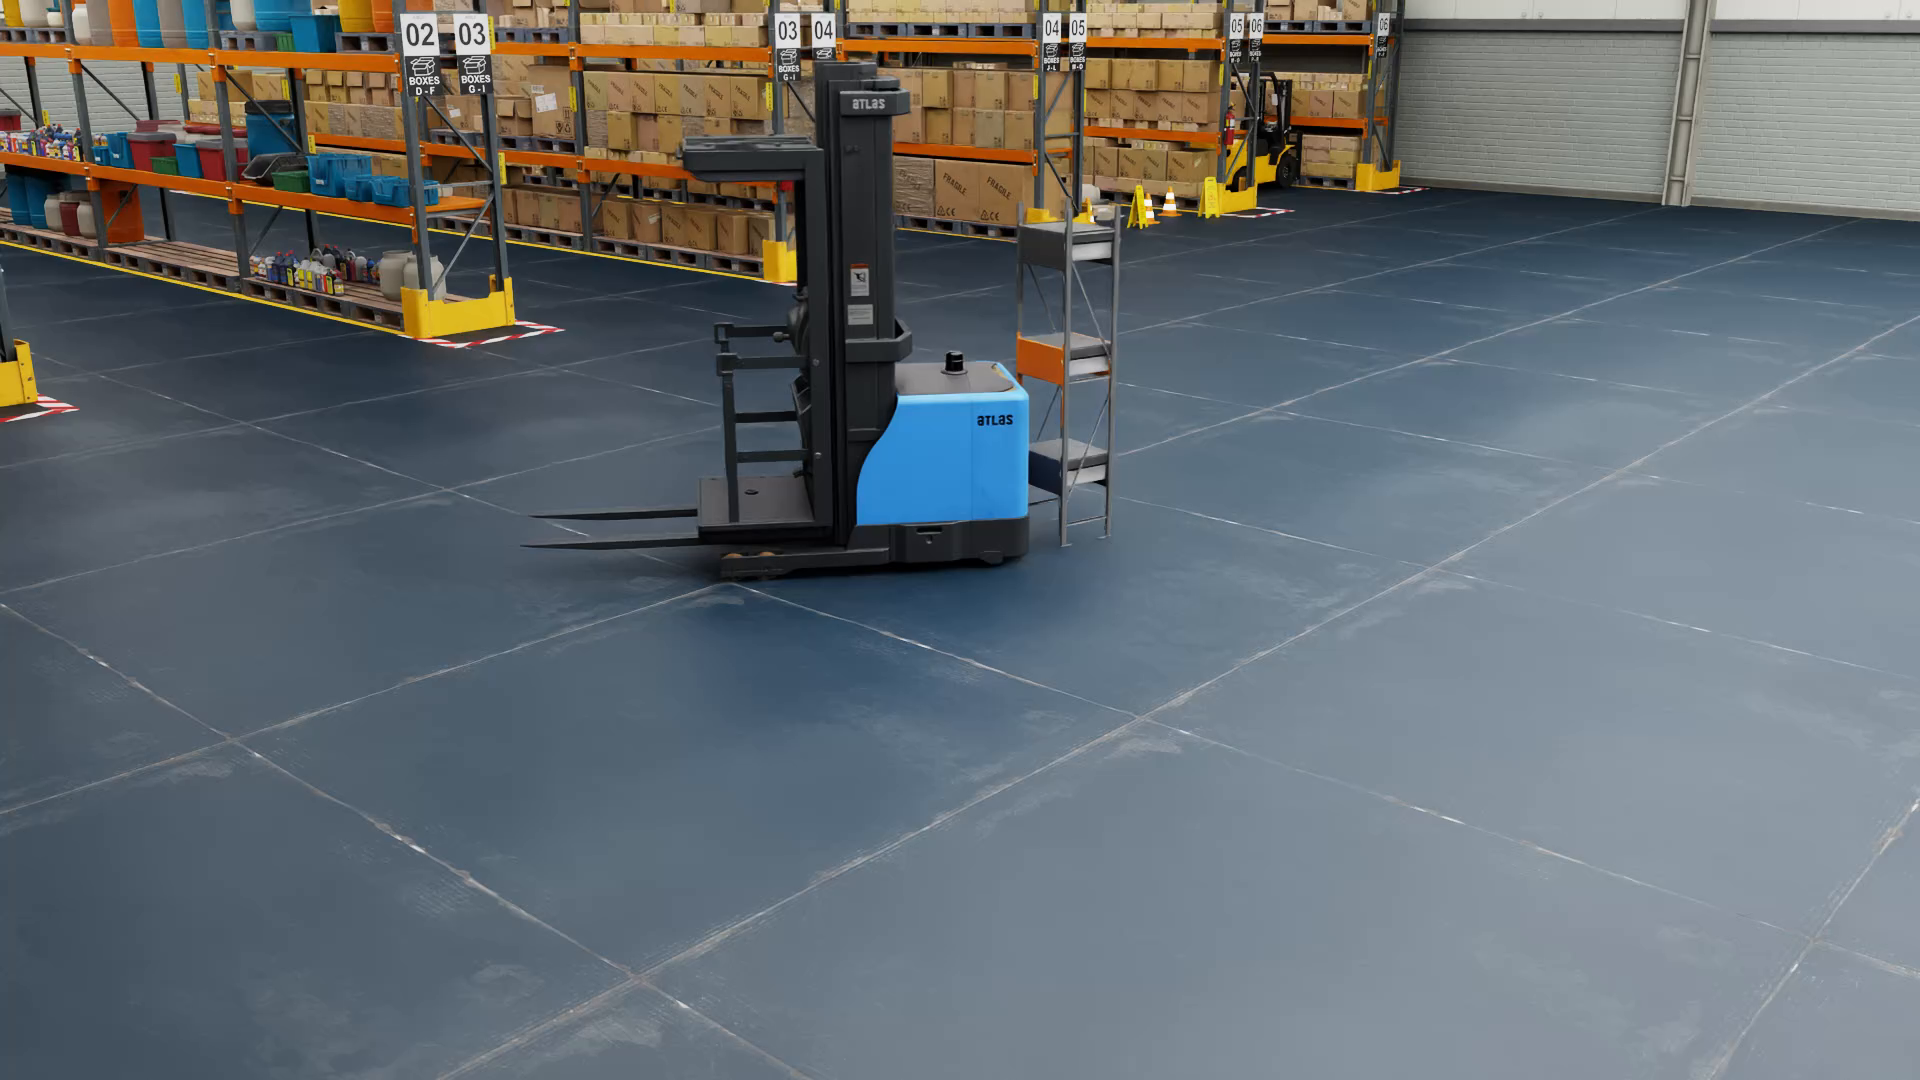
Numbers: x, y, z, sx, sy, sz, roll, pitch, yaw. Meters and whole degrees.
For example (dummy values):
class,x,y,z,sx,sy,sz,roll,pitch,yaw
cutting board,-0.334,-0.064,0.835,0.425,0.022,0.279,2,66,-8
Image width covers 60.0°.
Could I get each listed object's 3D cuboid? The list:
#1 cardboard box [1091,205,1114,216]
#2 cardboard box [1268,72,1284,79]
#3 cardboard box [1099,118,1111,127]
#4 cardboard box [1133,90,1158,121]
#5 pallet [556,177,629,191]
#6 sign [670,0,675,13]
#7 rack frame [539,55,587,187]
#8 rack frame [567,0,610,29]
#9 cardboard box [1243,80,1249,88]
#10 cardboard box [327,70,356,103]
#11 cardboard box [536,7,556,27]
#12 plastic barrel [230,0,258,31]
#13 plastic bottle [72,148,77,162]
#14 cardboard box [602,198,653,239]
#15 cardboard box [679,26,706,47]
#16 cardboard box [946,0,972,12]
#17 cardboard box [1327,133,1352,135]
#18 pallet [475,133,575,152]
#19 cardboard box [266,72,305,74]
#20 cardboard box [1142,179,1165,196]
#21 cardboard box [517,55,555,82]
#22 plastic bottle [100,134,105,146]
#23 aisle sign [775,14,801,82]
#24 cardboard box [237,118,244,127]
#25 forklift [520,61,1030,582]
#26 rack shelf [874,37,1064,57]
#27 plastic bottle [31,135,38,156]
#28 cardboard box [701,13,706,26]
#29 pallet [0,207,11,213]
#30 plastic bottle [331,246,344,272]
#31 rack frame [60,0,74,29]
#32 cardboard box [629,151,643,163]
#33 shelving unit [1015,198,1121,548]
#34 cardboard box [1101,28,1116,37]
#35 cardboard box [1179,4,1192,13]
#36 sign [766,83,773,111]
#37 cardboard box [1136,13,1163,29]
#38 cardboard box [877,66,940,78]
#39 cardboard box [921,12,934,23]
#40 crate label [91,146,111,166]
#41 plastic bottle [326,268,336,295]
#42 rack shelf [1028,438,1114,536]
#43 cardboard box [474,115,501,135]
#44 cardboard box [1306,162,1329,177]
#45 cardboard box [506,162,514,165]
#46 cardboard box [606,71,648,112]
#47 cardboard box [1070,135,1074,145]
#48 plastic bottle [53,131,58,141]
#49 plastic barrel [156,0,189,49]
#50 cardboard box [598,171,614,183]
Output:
class,x,y,z,sx,sy,sz,roll,pitch,yaw
cardboard box,2.336,-5.472,27.608,0.380,0.149,0.250,-6,18,-18
cardboard box,6.213,-9.032,32.384,0.250,0.149,0.380,15,23,39
cardboard box,2.639,-7.313,29.112,0.250,0.149,0.380,15,23,40
cardboard box,3.325,-7.464,28.514,0.500,0.500,0.500,15,23,39
pallet,-6.945,-6.809,31.717,1.213,0.211,1.003,15,23,39
sign,-4.898,-9.045,28.339,0.005,0.325,0.100,15,23,39
rack frame,-7.528,-8.294,31.787,0.127,3.000,1.000,15,23,39
rack frame,-4.913,-8.445,22.346,0.127,3.000,1.000,15,23,39
cardboard box,5.760,-8.968,32.673,0.250,0.149,0.380,15,23,39
cardboard box,-9.907,-7.451,27.307,0.637,0.503,0.797,15,23,40
cardboard box,-5.682,-7.318,23.280,0.258,0.266,0.396,16,24,41
plastic barrel,-8.009,-6.017,18.776,0.421,0.512,0.421,0,18,0
plastic bottle,-11.852,-5.186,22.321,0.097,0.201,0.097,0,18,0
cardboard box,-4.640,-4.505,23.286,0.500,0.500,0.500,14,22,38
cardboard box,-3.203,-6.385,21.060,0.500,0.250,0.500,16,23,40
cardboard box,0.147,-7.869,24.386,0.500,0.250,0.500,15,23,39
cardboard box,7.339,-7.753,32.282,0.500,0.250,0.500,15,23,39
pallet,-6.397,-5.909,24.590,1.213,0.211,1.003,15,23,39
cardboard box,-11.840,-7.978,29.307,0.500,0.500,0.500,14,22,38
cardboard box,3.492,-6.122,28.793,0.500,0.250,0.500,15,23,39
cardboard box,-8.059,-8.993,31.680,0.500,0.500,0.500,14,22,37
plastic bottle,-12.061,-5.582,23.454,0.097,0.271,0.097,0,18,0
aisle sign,-2.074,-5.941,20.076,0.004,0.787,0.394,15,23,39
cardboard box,-12.493,-7.369,29.287,0.250,0.149,0.380,16,23,40
forklift,-1.138,-1.321,9.930,3.031,2.935,1.130,-3,18,-8
rack shelf,0.169,-9.316,31.239,4.000,0.370,1.077,15,23,39
plastic bottle,-12.871,-5.491,23.147,0.133,0.283,0.061,15,23,39
cardboard box,-3.036,-6.548,20.915,0.250,0.149,0.380,15,23,40
pallet,-15.676,-5.126,26.415,1.213,0.211,1.003,15,23,39
plastic bottle,-7.384,-3.310,19.733,0.185,0.351,0.144,14,22,37
rack frame,-11.192,-8.128,21.346,0.127,3.000,1.000,15,23,39
cardboard box,-4.215,-5.150,22.296,0.250,0.149,0.380,15,23,39
shelving unit,0.662,-1.046,10.436,0.431,2.100,0.503,-12,21,-33
cardboard box,2.642,-8.741,28.652,0.250,0.149,0.380,14,23,38
cardboard box,3.838,-8.823,27.594,0.250,0.149,0.380,15,23,39
sign,-2.304,-5.364,20.117,0.005,0.325,0.100,15,23,39
cardboard box,3.329,-8.771,28.087,0.500,0.250,0.500,16,24,41
cardboard box,-0.803,-7.108,26.016,0.550,0.550,0.875,15,23,39
cardboard box,-0.360,-7.790,24.796,0.250,0.149,0.380,15,23,40
crate label,-11.126,-5.019,21.745,0.416,0.233,0.303,15,23,39
plastic bottle,-6.973,-2.866,18.446,0.133,0.283,0.061,16,23,41
rack shelf,0.662,-0.366,10.652,0.431,0.518,0.480,-12,21,-33
cardboard box,-6.804,-6.129,24.519,0.500,0.250,0.500,14,22,38
cardboard box,7.022,-7.163,32.074,0.500,0.250,0.500,15,23,39
cardboard box,-8.724,-7.489,32.777,0.250,0.149,0.380,16,23,41
cardboard box,-4.370,-6.004,22.261,0.500,0.500,0.500,15,23,39
cardboard box,1.981,-7.166,29.772,0.250,0.149,0.380,15,23,40
plastic bottle,-13.093,-5.798,24.133,0.097,0.271,0.097,0,18,0
plastic barrel,-9.214,-6.318,19.774,0.600,0.901,0.600,0,18,0
cardboard box,-6.354,-6.886,30.789,0.500,0.500,0.500,16,23,40
